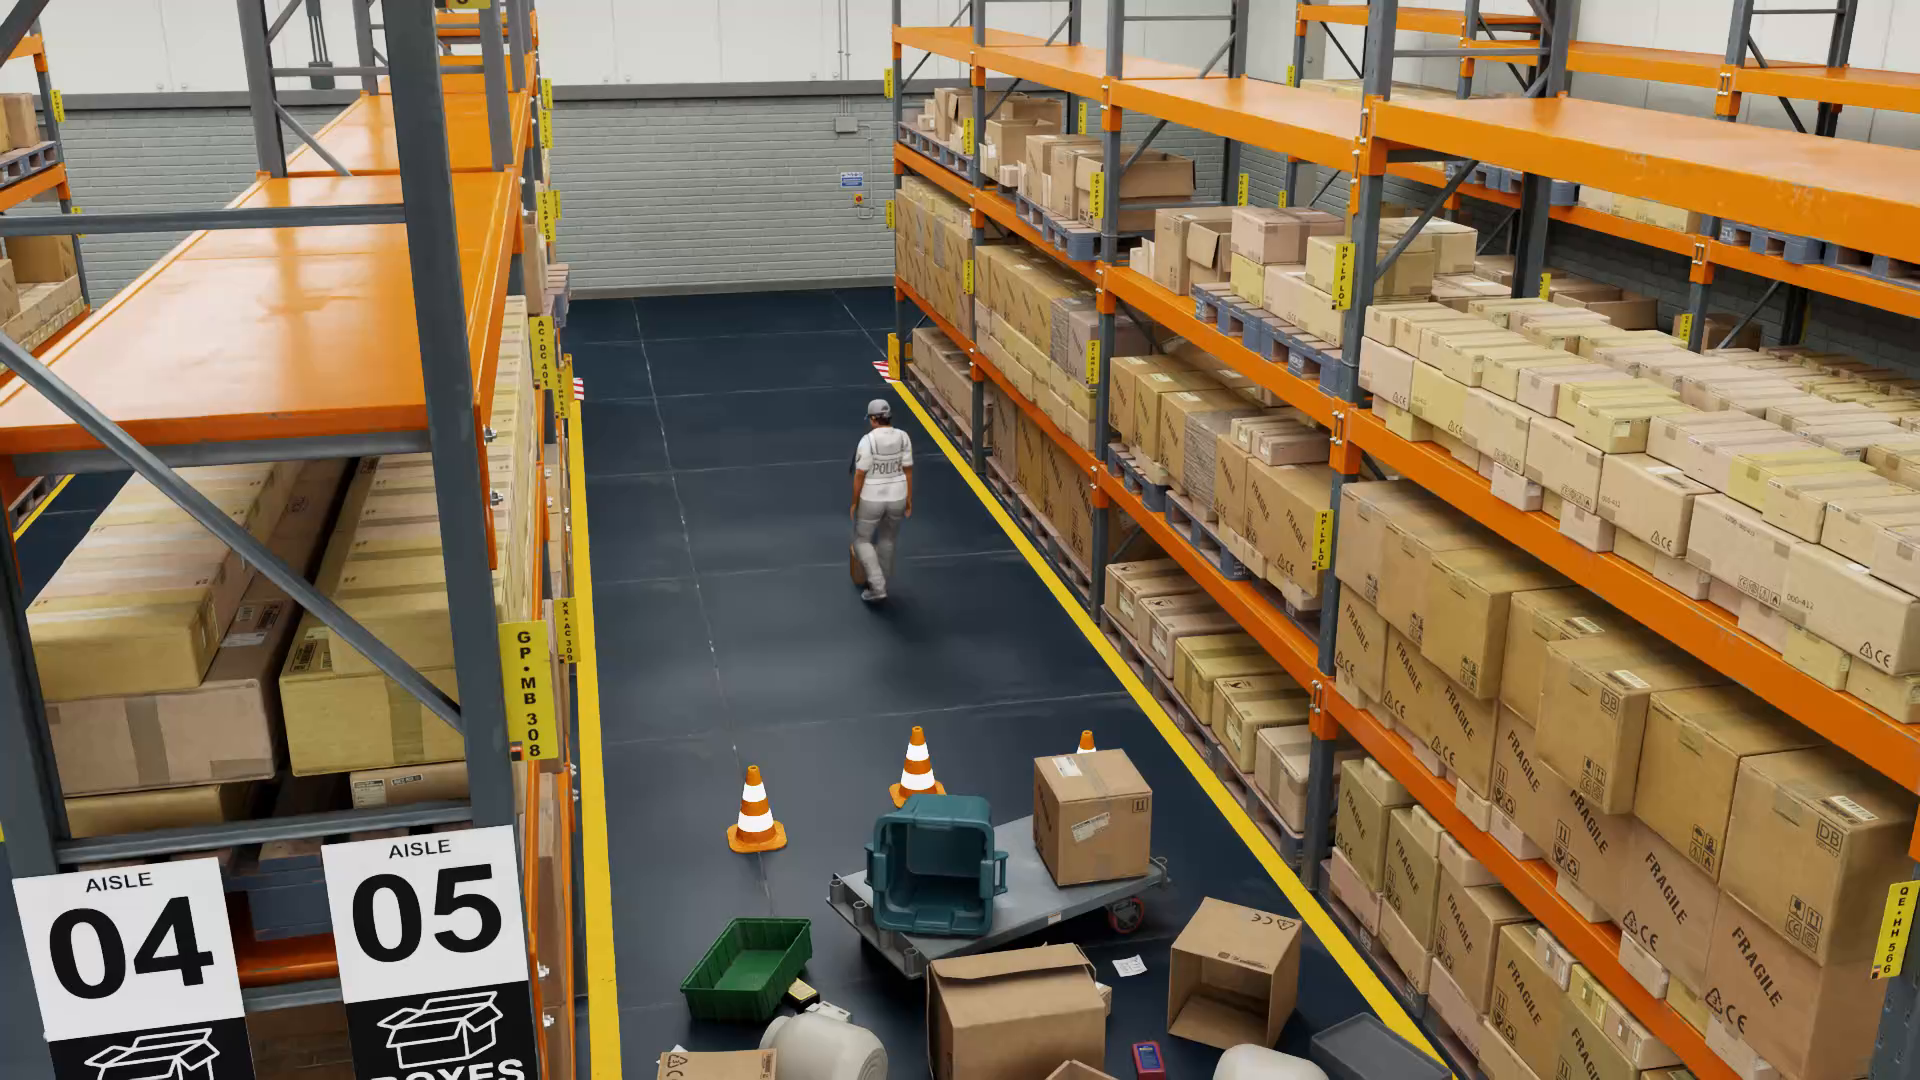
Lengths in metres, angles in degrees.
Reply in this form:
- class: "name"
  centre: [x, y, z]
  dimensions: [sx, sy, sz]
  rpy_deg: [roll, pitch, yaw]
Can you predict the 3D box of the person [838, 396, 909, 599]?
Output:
- class: "person"
  centre: [-0.700, -0.310, 13.232]
  dimensions: [0.568, 1.706, 0.475]
  rpy_deg: [-6, 21, -17]
